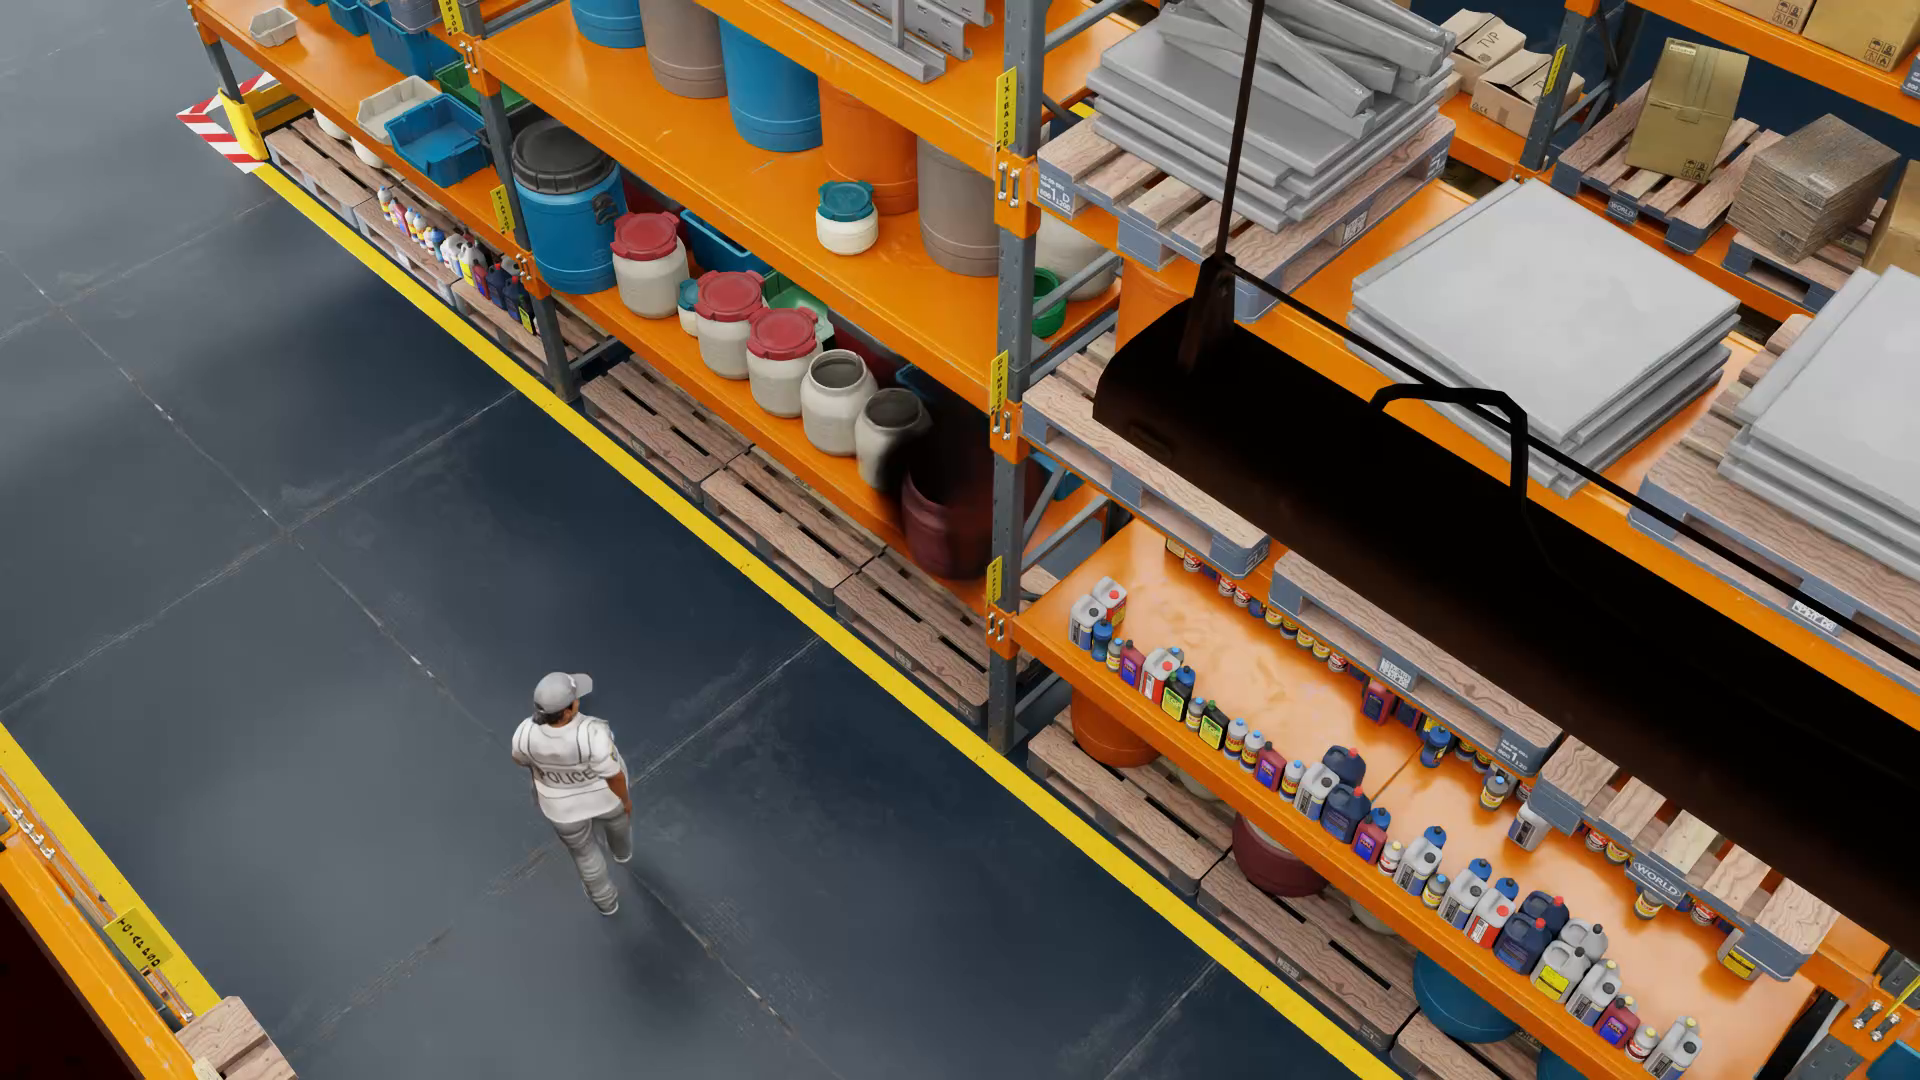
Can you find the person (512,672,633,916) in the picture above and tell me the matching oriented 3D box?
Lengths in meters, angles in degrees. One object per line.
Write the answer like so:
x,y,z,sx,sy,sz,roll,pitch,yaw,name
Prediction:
-1.831,1.170,7.963,0.479,1.669,0.578,-17,52,-14,person
